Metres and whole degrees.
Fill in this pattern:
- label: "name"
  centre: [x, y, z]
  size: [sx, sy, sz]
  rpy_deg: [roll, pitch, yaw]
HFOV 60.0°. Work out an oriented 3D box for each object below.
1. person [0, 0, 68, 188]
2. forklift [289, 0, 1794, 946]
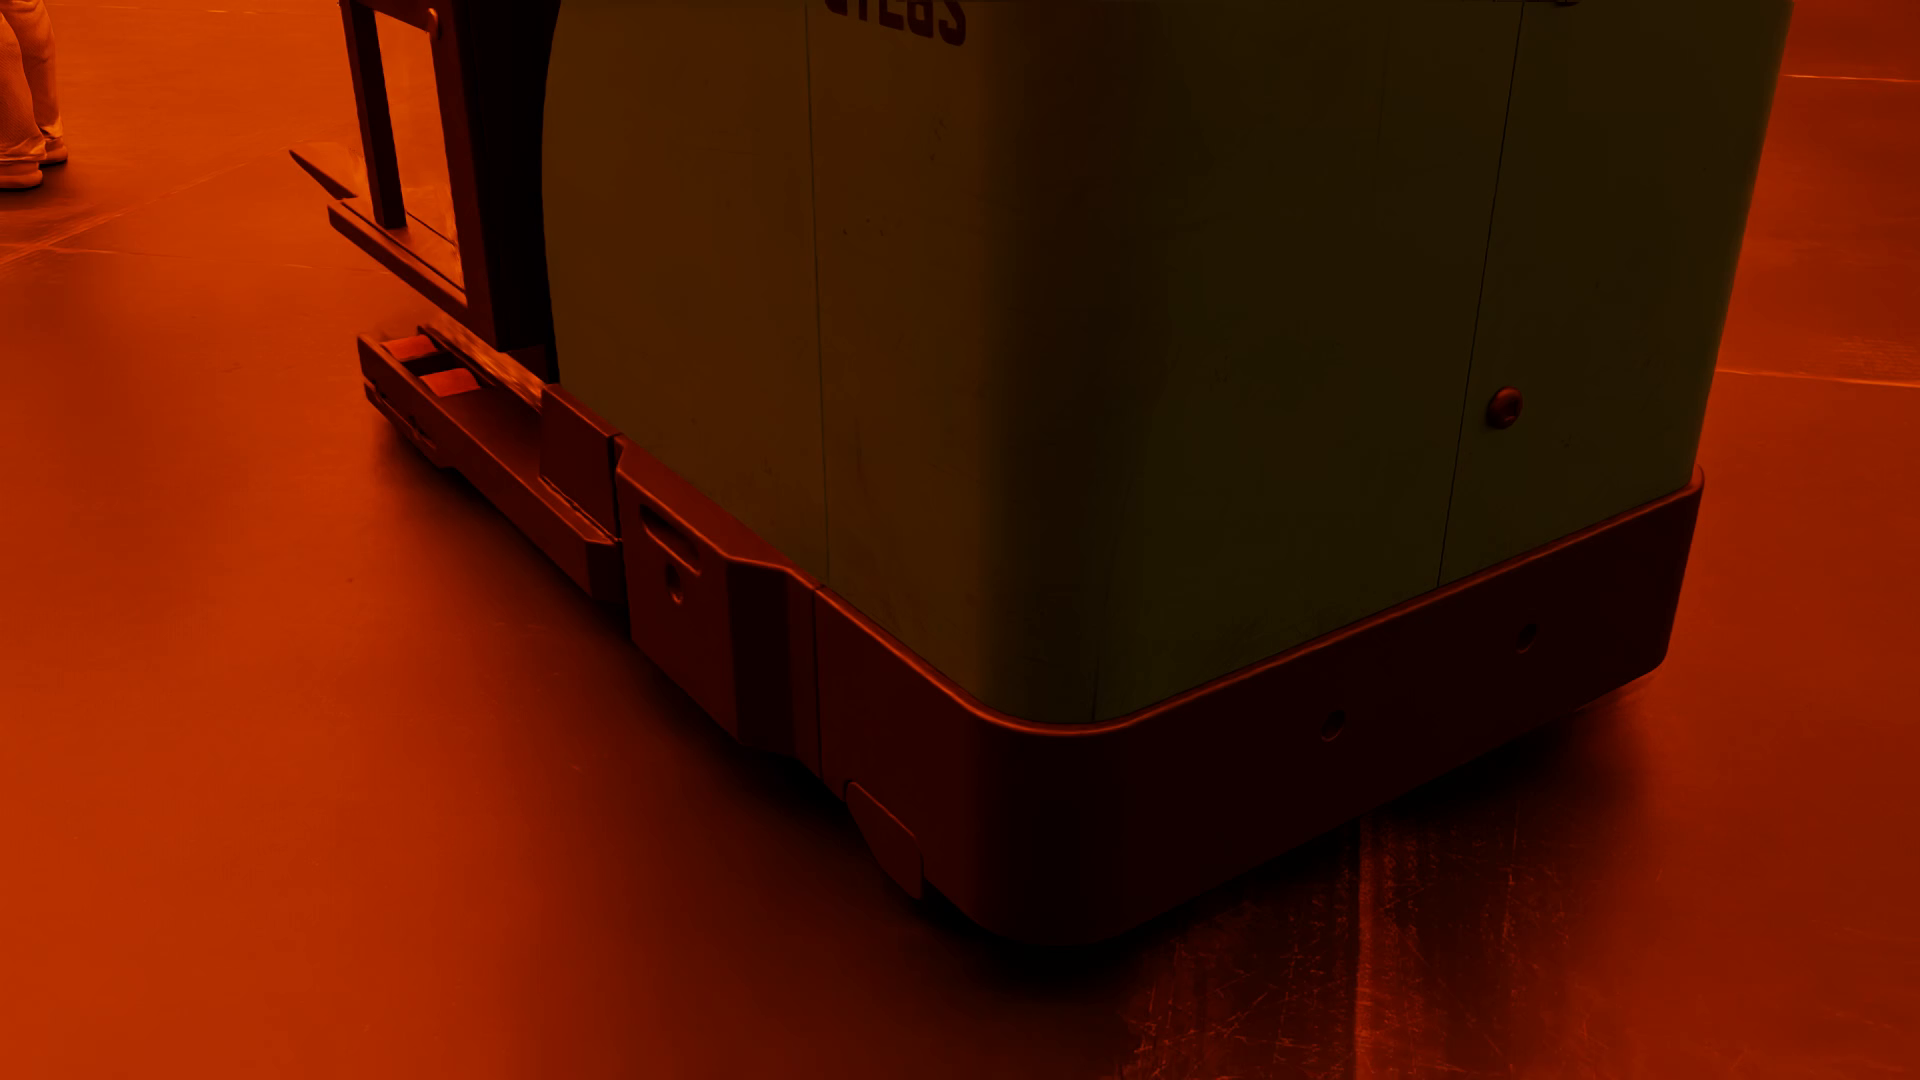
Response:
- label: "person"
  centre: [-2.502, -1.726, 3.945]
  size: [0.578, 1.765, 0.666]
  rpy_deg: [6, 27, 12]
- label: "forklift"
  centre: [-0.374, -1.533, 2.286]
  size: [1.130, 2.935, 3.031]
  rpy_deg: [-18, 32, -31]
